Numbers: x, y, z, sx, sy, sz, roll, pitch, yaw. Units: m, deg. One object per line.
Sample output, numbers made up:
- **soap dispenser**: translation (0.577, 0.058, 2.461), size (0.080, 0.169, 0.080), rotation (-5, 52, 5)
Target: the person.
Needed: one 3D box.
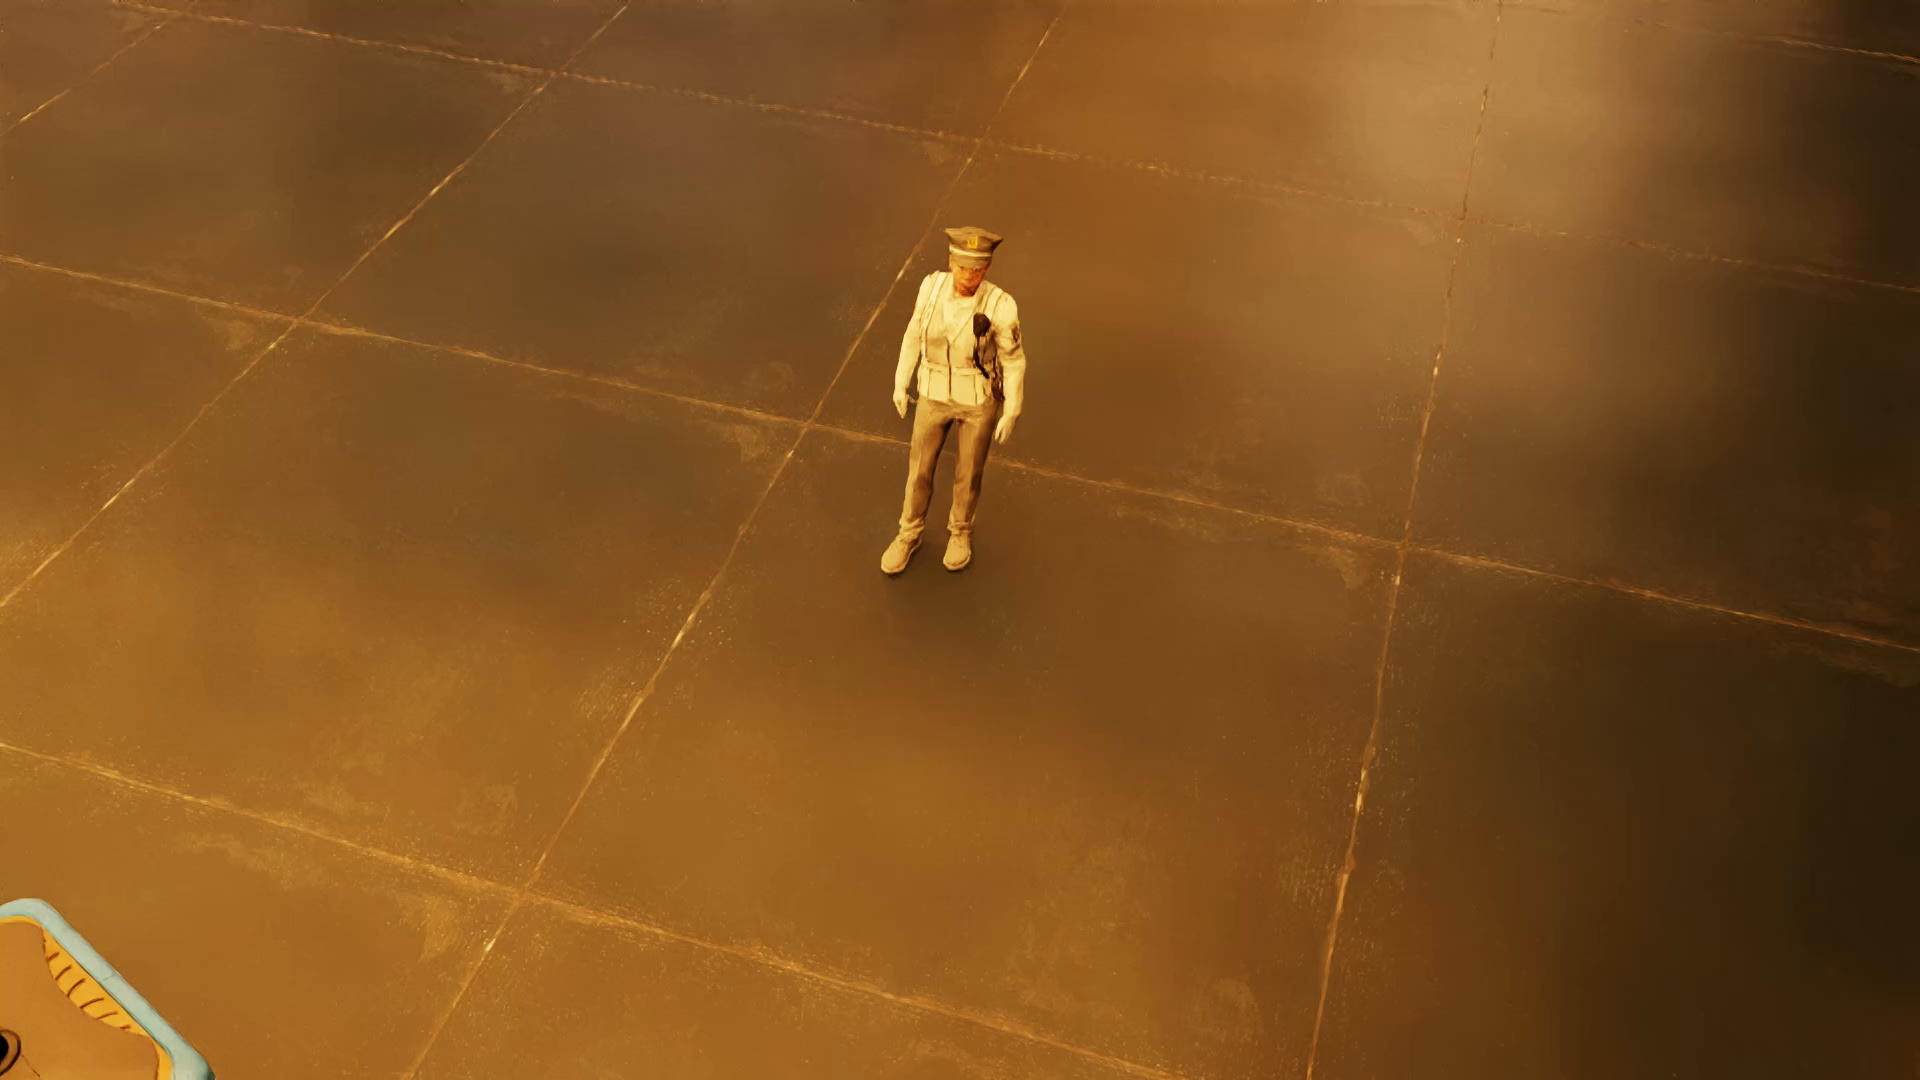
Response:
- **person**: translation (-0.027, -0.583, 7.213), size (0.586, 1.695, 0.532), rotation (12, 44, 13)

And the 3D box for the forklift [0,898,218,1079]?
- **forklift**: translation (-3.424, 1.776, 3.780), size (1.130, 2.935, 3.031), rotation (29, 50, 27)
